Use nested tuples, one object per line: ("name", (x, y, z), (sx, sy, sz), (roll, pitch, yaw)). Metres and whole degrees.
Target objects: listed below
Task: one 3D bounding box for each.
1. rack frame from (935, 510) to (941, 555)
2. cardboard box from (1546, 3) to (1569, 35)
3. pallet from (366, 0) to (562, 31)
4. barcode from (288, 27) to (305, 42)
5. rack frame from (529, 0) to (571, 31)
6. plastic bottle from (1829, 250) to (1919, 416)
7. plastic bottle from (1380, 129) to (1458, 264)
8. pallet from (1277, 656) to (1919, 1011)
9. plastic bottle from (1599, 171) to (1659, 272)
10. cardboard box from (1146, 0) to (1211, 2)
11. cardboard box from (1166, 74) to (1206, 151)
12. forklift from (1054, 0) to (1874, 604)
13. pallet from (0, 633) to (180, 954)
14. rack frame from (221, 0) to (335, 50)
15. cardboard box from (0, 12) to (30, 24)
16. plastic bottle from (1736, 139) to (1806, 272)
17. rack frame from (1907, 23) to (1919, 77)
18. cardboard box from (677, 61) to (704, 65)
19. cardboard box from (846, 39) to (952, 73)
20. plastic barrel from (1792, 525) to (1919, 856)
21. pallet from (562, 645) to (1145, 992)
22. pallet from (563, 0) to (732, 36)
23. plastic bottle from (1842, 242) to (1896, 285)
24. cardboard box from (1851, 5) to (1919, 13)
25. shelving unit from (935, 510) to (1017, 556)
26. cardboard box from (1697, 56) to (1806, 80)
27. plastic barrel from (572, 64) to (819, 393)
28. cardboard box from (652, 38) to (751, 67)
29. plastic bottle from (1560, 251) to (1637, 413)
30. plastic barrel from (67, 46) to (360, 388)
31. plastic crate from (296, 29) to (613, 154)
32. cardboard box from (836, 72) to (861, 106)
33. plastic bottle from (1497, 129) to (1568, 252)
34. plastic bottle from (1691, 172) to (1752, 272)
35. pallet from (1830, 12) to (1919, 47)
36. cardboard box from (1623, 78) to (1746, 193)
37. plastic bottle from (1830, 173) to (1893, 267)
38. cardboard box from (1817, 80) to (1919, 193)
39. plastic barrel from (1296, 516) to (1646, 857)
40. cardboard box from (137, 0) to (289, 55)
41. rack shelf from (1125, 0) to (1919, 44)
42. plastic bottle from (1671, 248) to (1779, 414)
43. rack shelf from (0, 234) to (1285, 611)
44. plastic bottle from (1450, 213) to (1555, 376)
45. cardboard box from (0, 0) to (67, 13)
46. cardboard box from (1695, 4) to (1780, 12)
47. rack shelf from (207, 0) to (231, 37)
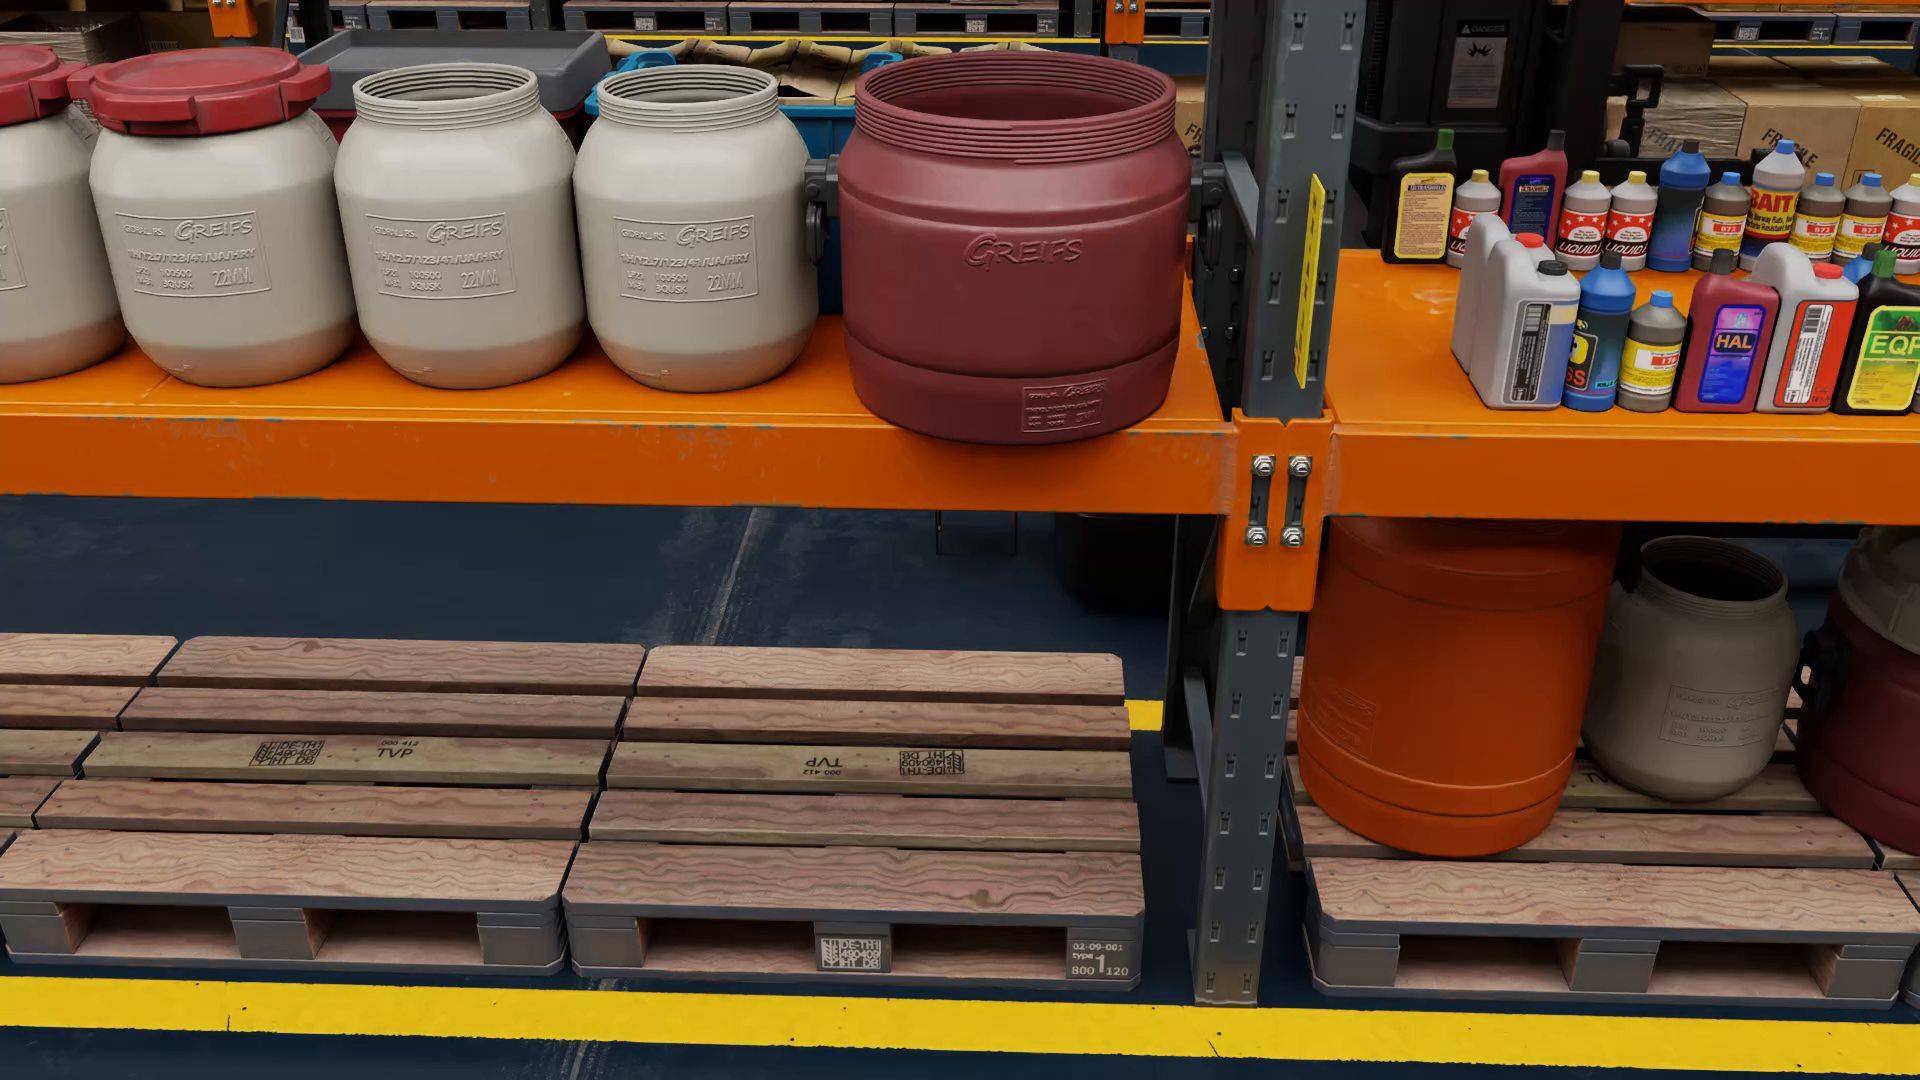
("rack frame", (-0.068, -0.465, 5.006), (0.008, 1.050, 0.200), (1, 28, 2))
("cardboard box", (2.767, -2.414, 8.000), (0.500, 0.250, 0.500), (0, 28, 1))
("pallet", (-3.754, -4.060, 12.683), (1.213, 0.211, 1.003), (1, 28, 2))
("barcode", (-3.012, -2.294, 7.548), (0.075, 0.075, 0.001), (1, 28, 2))
("rack frame", (-3.082, -5.297, 12.041), (0.127, 3.000, 1.000), (1, 28, 2))
("plastic bottle", (1.582, -0.353, 2.838), (0.133, 0.283, 0.061), (1, 28, 2))
("plastic bottle", (0.986, -0.736, 3.559), (0.133, 0.283, 0.061), (1, 28, 2))
("pallet", (1.356, 0.631, 3.833), (1.213, 0.211, 1.003), (1, 28, 2))
("plastic bottle", (1.428, -0.683, 3.549), (0.097, 0.201, 0.097), (0, 28, 0))
("cardboard box", (1.646, -4.393, 12.182), (0.750, 0.750, 0.750), (1, 28, 1))
("cardboard box", (1.190, -1.861, 7.758), (0.500, 0.500, 0.500), (2, 28, 4))
("forklift", (1.814, -1.313, 4.598), (3.031, 2.935, 1.130), (1, 28, 1))
("pallet", (-2.645, 0.567, 3.956), (1.213, 0.211, 1.003), (1, 28, 2))
("rack frame", (-3.253, -2.979, 7.666), (0.127, 3.000, 1.000), (1, 28, 2))
("cardboard box", (-4.723, -2.206, 7.896), (0.500, 0.500, 0.500), (1, 28, 2))
("plastic bottle", (1.720, -0.710, 3.523), (0.097, 0.271, 0.097), (0, 28, 0))
("rack frame", (4.742, -2.846, 7.417), (0.127, 3.000, 1.000), (1, 28, 2))
("cardboard box", (-1.312, -2.049, 7.801), (0.500, 0.311, 0.500), (2, 28, 3))
("cardboard box", (-0.294, -2.282, 8.241), (0.500, 0.311, 0.500), (0, 28, 1))
("plastic barrel", (2.184, 0.305, 3.599), (0.708, 0.588, 0.600), (1, 28, 2))
("pallet", (-0.207, 0.607, 3.880), (1.213, 0.211, 1.003), (1, 28, 2))
("pallet", (-2.304, -4.053, 12.671), (1.213, 0.211, 1.003), (1, 28, 2))
("plastic bottle", (1.567, -0.385, 2.911), (0.097, 0.271, 0.097), (0, 28, 0))
("cardboard box", (6.672, -4.167, 12.128), (0.500, 0.500, 0.700), (2, 28, 3))
("shelving unit", (0.053, -0.463, 5.002), (0.252, 1.050, 0.215), (1, 28, 2))
("cardboard box", (3.734, -2.062, 8.136), (0.500, 0.500, 0.500), (1, 28, 3))
("plastic barrel", (-0.469, -0.561, 2.985), (0.421, 0.512, 0.421), (0, 28, 0))
("cardboard box", (-1.317, -2.300, 8.274), (0.500, 0.311, 0.500), (1, 28, 1))
("plastic bottle", (1.102, -0.364, 2.872), (0.097, 0.271, 0.097), (0, 28, 0))
("plastic barrel", (-1.317, -0.583, 3.001), (0.433, 0.535, 0.433), (0, 28, 0))
("plastic crate", (-1.038, -0.792, 3.474), (0.583, 0.464, 0.402), (1, 28, 2))
("cardboard box", (-0.307, -2.030, 7.765), (0.500, 0.311, 0.500), (1, 28, 1))
("plastic bottle", (1.216, -0.732, 3.552), (0.133, 0.283, 0.061), (1, 28, 2))
("plastic bottle", (1.623, -0.680, 3.543), (0.097, 0.201, 0.097), (0, 28, 0))
("pallet", (6.893, -3.865, 12.316), (1.213, 0.211, 1.003), (1, 28, 2))
("cardboard box", (3.244, -1.831, 7.701), (0.500, 0.500, 0.500), (1, 28, 2))
("plastic bottle", (1.915, -0.675, 3.534), (0.097, 0.201, 0.097), (0, 28, 0))
("cardboard box", (4.239, -1.810, 7.662), (0.500, 0.500, 0.500), (1, 28, 2))
("plastic barrel", (1.056, 0.179, 3.578), (0.708, 0.830, 0.600), (1, 28, 2))
("cardboard box", (-3.705, -2.435, 8.327), (0.500, 0.500, 0.500), (1, 28, 2))
("rack shelf", (2.744, -2.562, 7.648), (4.000, 0.370, 1.077), (1, 28, 2))
("plastic bottle", (1.314, -0.357, 2.846), (0.133, 0.283, 0.061), (1, 28, 2))
("rack shelf", (-1.433, -0.309, 3.399), (4.000, 0.370, 1.077), (1, 28, 2))
("plastic bottle", (0.993, -0.452, 3.033), (0.135, 0.276, 0.152), (1, 28, 2))
("cardboard box", (-4.705, -2.451, 8.358), (0.500, 0.500, 0.500), (1, 28, 2))
("cardboard box", (5.657, -4.186, 12.164), (0.500, 0.500, 0.700), (1, 28, 2))
("rack shelf", (-5.252, -2.694, 7.897), (4.000, 0.370, 1.077), (1, 28, 2))
